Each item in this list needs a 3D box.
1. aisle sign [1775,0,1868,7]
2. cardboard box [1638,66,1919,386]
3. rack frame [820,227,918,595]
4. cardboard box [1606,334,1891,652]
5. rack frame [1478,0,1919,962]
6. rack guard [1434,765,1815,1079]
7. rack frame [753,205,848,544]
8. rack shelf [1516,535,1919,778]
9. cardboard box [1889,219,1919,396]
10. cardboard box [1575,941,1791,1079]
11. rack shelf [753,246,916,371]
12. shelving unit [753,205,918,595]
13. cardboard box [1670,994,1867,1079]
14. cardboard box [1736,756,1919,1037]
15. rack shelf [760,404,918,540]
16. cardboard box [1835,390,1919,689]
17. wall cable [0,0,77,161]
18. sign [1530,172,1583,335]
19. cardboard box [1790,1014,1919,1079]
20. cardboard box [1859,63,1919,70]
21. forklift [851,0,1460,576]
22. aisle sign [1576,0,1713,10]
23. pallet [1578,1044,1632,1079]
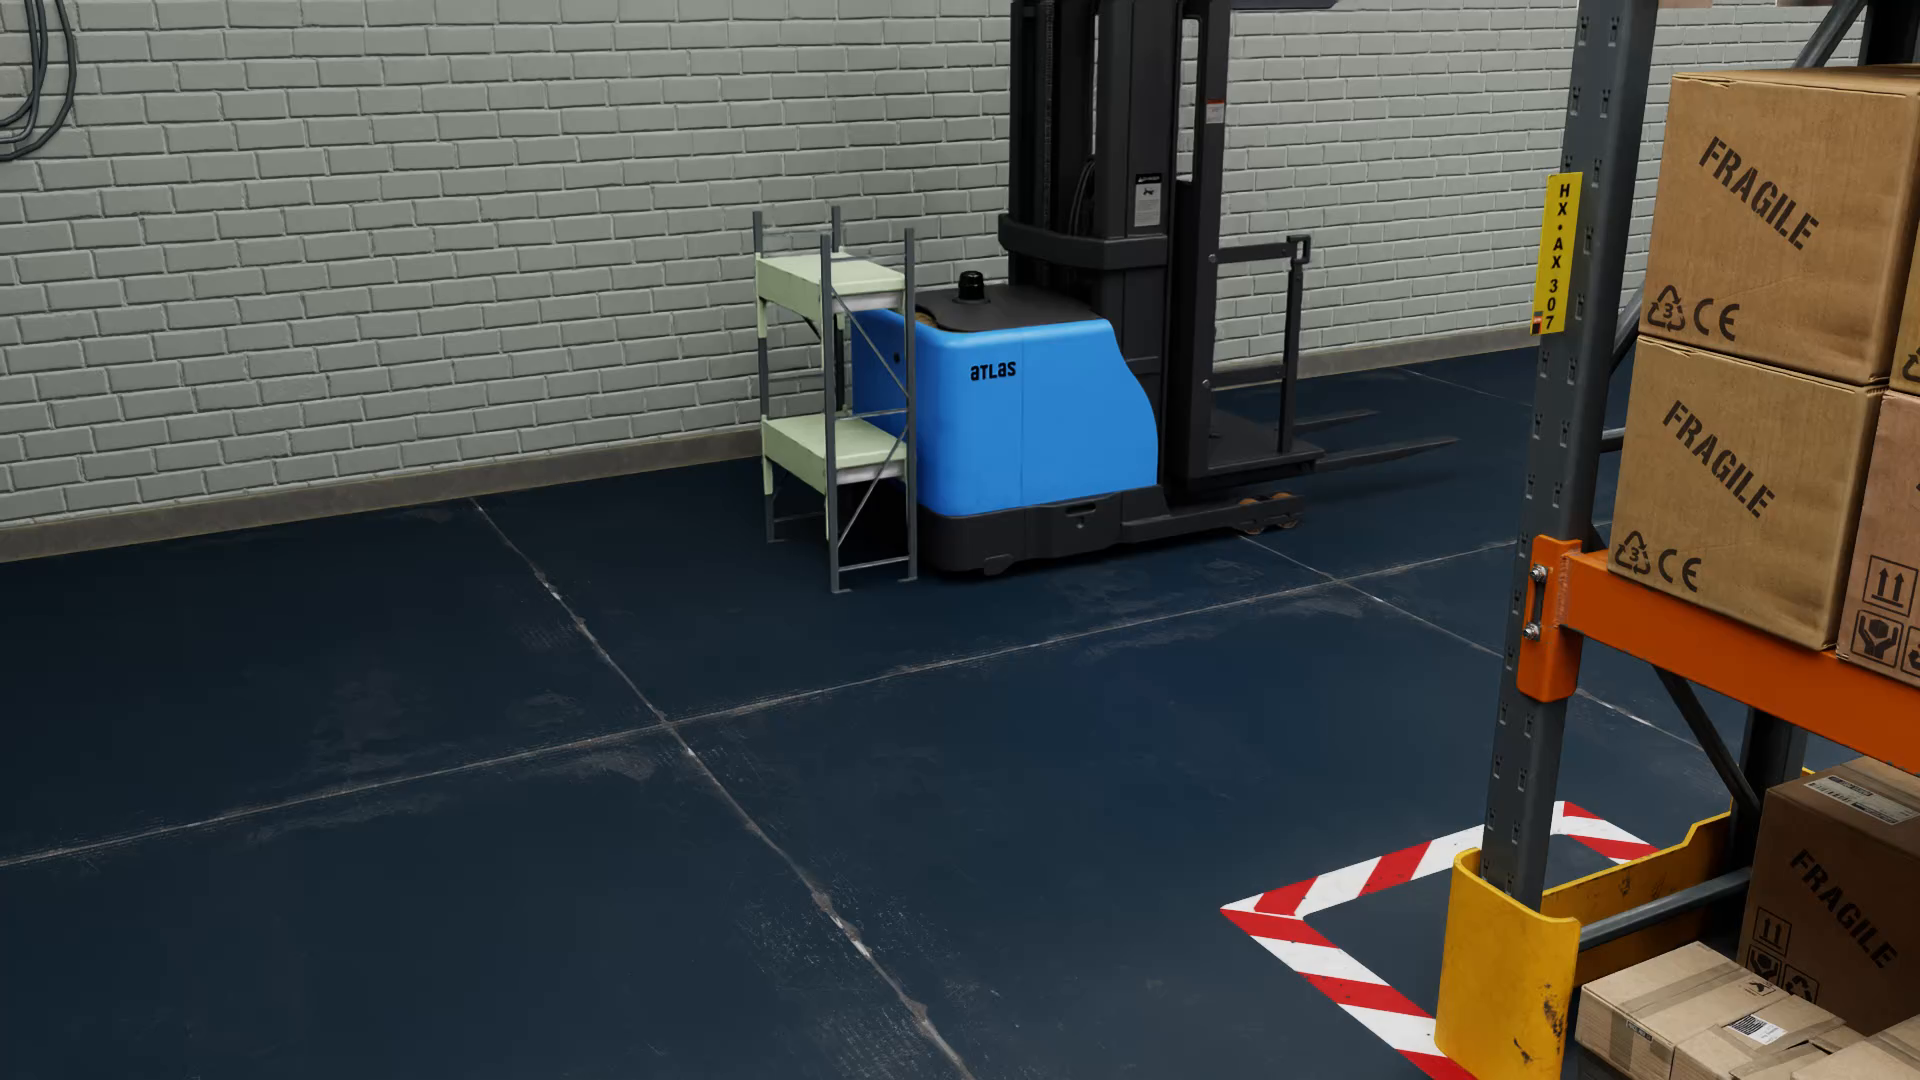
[{"bbox_3d":[1.934,-1.554,3.551,0.394,0.787,0.004,-10,21,-27],"label":"aisle sign"},{"bbox_3d":[1.676,-0.610,3.114,0.500,0.500,0.500,-9,21,-25],"label":"cardboard box"},{"bbox_3d":[-0.364,-0.511,6.813,0.400,1.500,0.023,-10,21,-26],"label":"rack frame"},{"bbox_3d":[1.676,-0.137,3.277,0.500,0.500,0.500,-9,21,-26],"label":"cardboard box"},{"bbox_3d":[1.697,-0.258,3.781,1.000,3.000,0.127,-10,21,-27],"label":"rack frame"},{"bbox_3d":[1.733,0.945,4.125,1.175,0.500,0.348,-10,21,-27],"label":"rack guard"},{"bbox_3d":[-0.704,-0.723,7.426,0.400,1.500,0.023,-10,21,-26],"label":"rack frame"},{"bbox_3d":[2.647,0.656,2.234,1.077,0.370,4.000,-10,21,-27],"label":"rack shelf"},{"bbox_3d":[1.931,-0.461,2.683,0.500,0.500,0.500,-10,21,-26],"label":"cardboard box"},{"bbox_3d":[1.594,1.055,3.672,0.380,0.149,0.250,-10,21,-27],"label":"cardboard box"},{"bbox_3d":[-0.534,-0.986,6.992,0.431,0.370,0.720,-10,21,-26],"label":"rack shelf"},{"bbox_3d":[-0.534,-0.617,7.119,0.431,1.500,0.755,-10,21,-26],"label":"shelving unit"},{"bbox_3d":[1.712,1.118,3.461,0.380,0.166,0.250,-10,21,-27],"label":"cardboard box"},{"bbox_3d":[2.172,0.833,3.775,0.500,0.500,0.500,-10,21,-27],"label":"cardboard box"},{"bbox_3d":[-0.534,-0.309,7.226,0.431,0.370,0.720,-10,21,-26],"label":"rack shelf"},{"bbox_3d":[1.925,0.010,2.850,0.500,0.500,0.500,-10,22,-27],"label":"cardboard box"},{"bbox_3d":[-5.032,-2.537,5.948,3.097,2.526,0.112,-10,21,-27],"label":"wall cable"},{"bbox_3d":[1.220,-0.583,3.396,0.100,0.325,0.005,-10,21,-27],"label":"sign"},{"bbox_3d":[1.943,1.177,3.162,0.500,0.250,0.500,-10,21,-27],"label":"cardboard box"},{"bbox_3d":[2.150,-0.693,3.355,0.500,0.500,0.500,-10,22,-27],"label":"cardboard box"},{"bbox_3d":[1.039,-1.552,7.635,3.031,2.935,1.130,-10,21,-26],"label":"forklift"},{"bbox_3d":[1.406,-1.461,3.282,0.394,0.787,0.004,-10,21,-27],"label":"aisle sign"},{"bbox_3d":[2.113,1.311,3.510,1.003,0.211,1.213,-10,21,-27],"label":"pallet"}]
